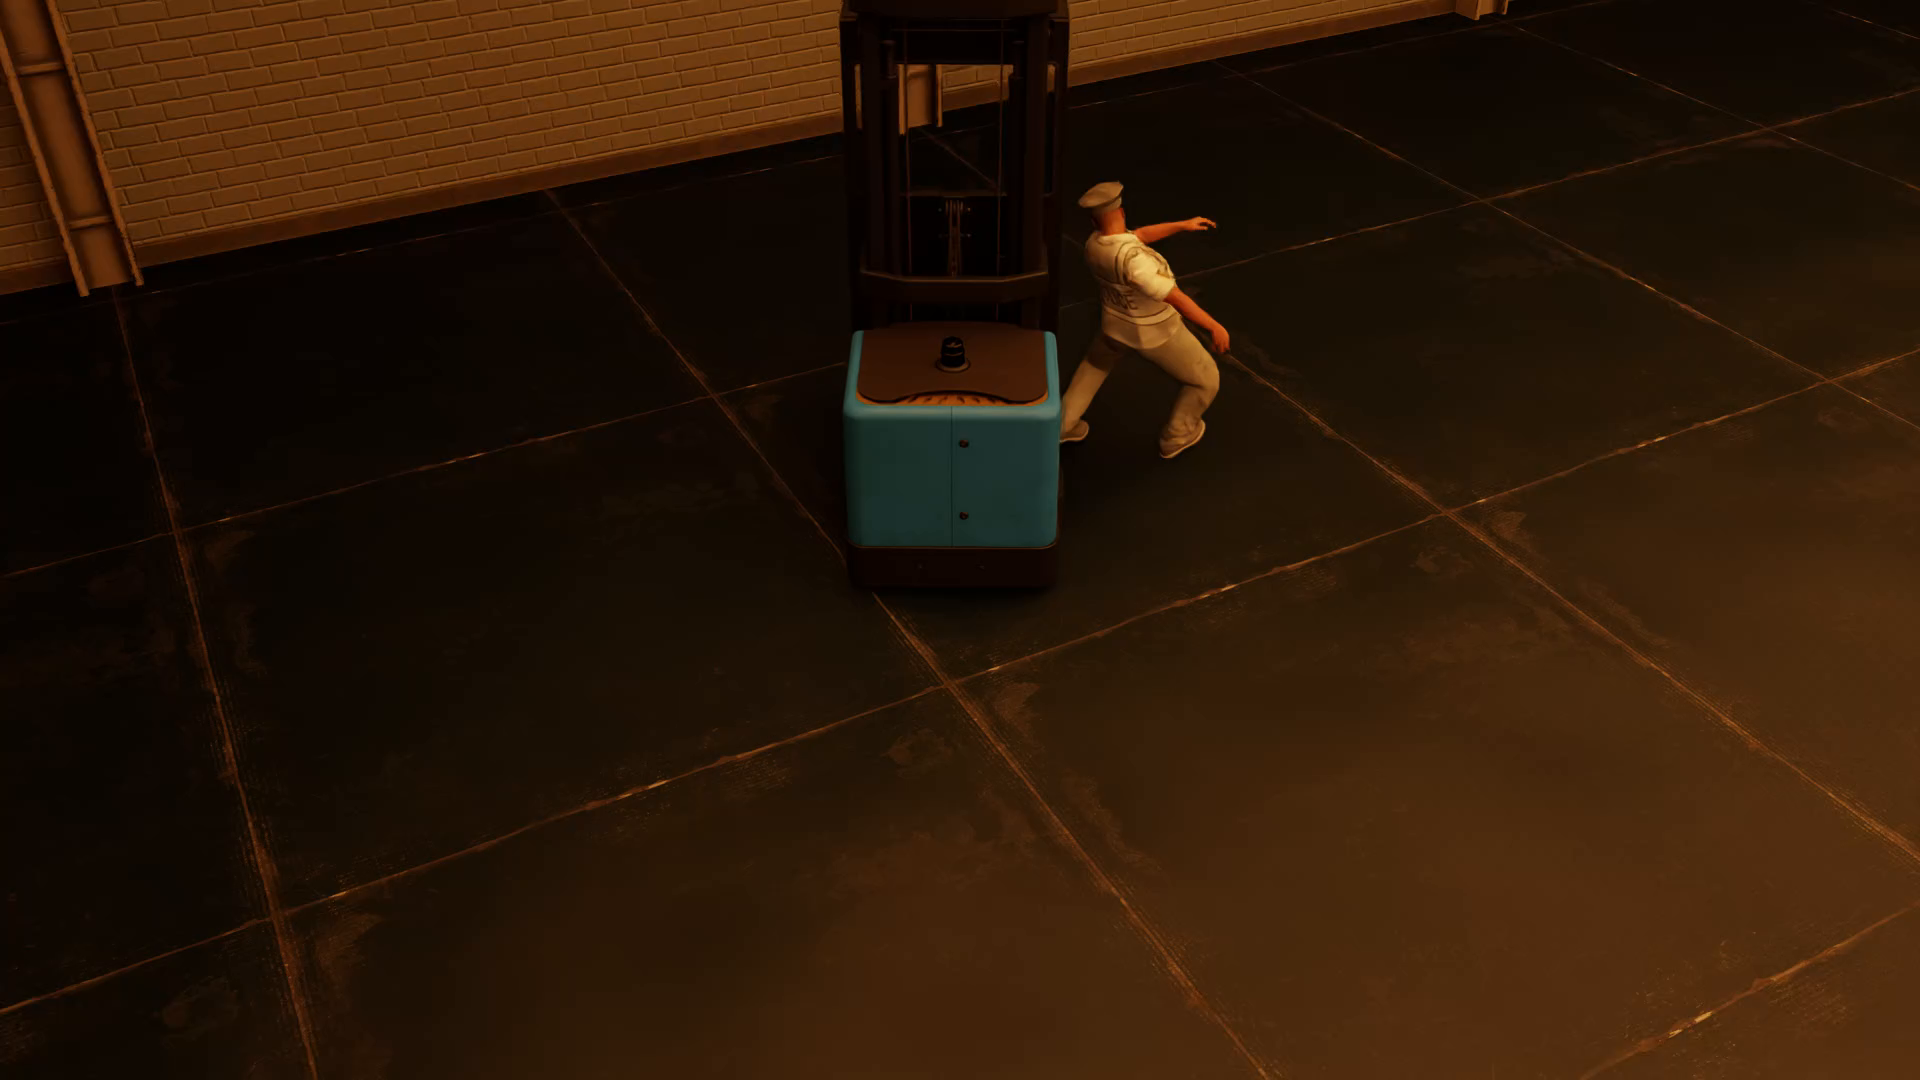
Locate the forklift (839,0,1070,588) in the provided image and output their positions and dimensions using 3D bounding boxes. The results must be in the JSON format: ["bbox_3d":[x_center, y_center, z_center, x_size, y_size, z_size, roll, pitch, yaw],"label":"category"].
[{"bbox_3d":[-0.023,-1.777,8.637,1.130,2.935,3.031,0,35,0],"label":"forklift"}]

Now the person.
[{"bbox_3d":[1.037,-1.138,8.915,0.914,1.585,0.838,28,44,33],"label":"person"}]
